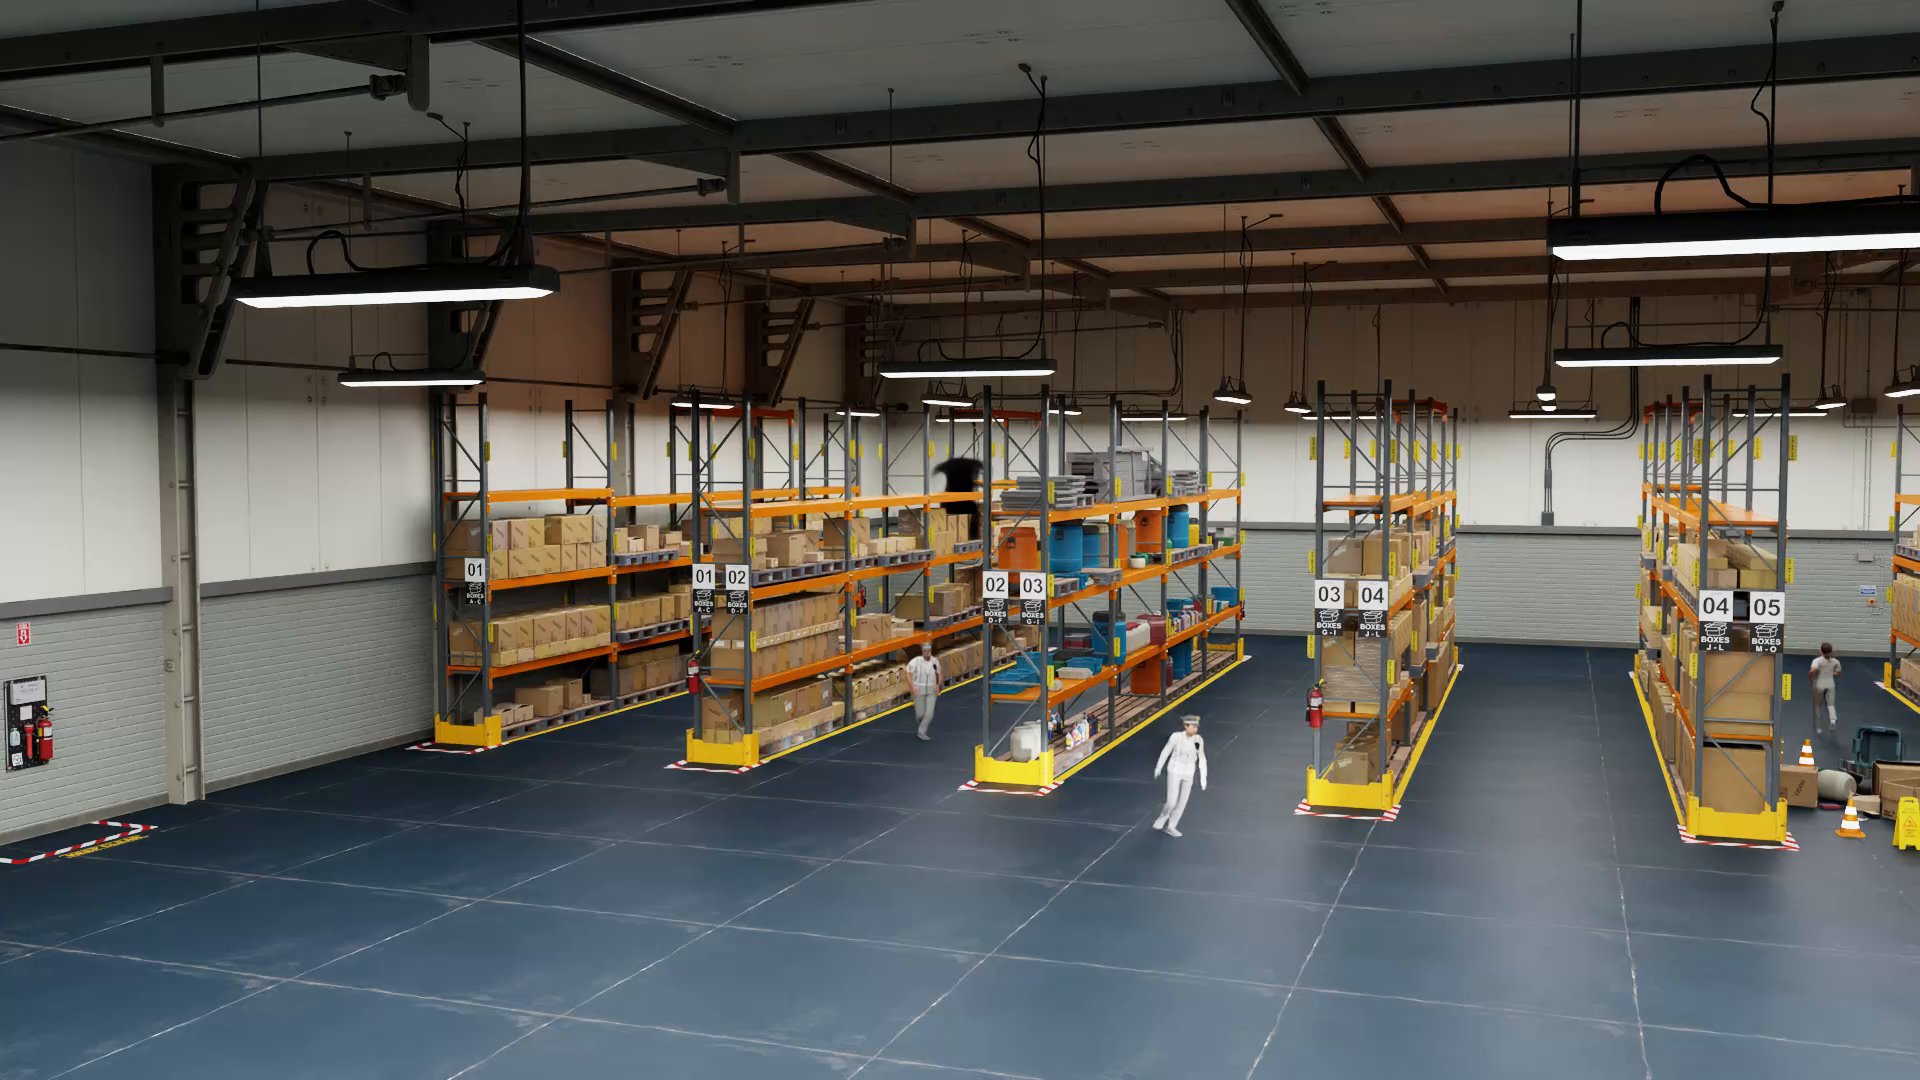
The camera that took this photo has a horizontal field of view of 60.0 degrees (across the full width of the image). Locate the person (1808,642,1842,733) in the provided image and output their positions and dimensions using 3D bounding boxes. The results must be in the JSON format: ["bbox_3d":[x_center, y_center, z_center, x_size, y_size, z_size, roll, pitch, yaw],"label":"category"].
[{"bbox_3d":[15.180,2.614,29.196,0.564,1.644,0.903,1,3,15],"label":"person"}]

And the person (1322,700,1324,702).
[{"bbox_3d":[7.422,2.468,33.191,0.535,1.580,0.658,-3,4,-40],"label":"person"}]

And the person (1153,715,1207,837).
[{"bbox_3d":[2.859,3.051,21.552,0.631,1.621,0.561,-1,3,-14],"label":"person"}]

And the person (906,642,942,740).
[{"bbox_3d":[-0.630,2.610,28.975,0.662,1.717,0.572,-1,3,-12],"label":"person"}]
